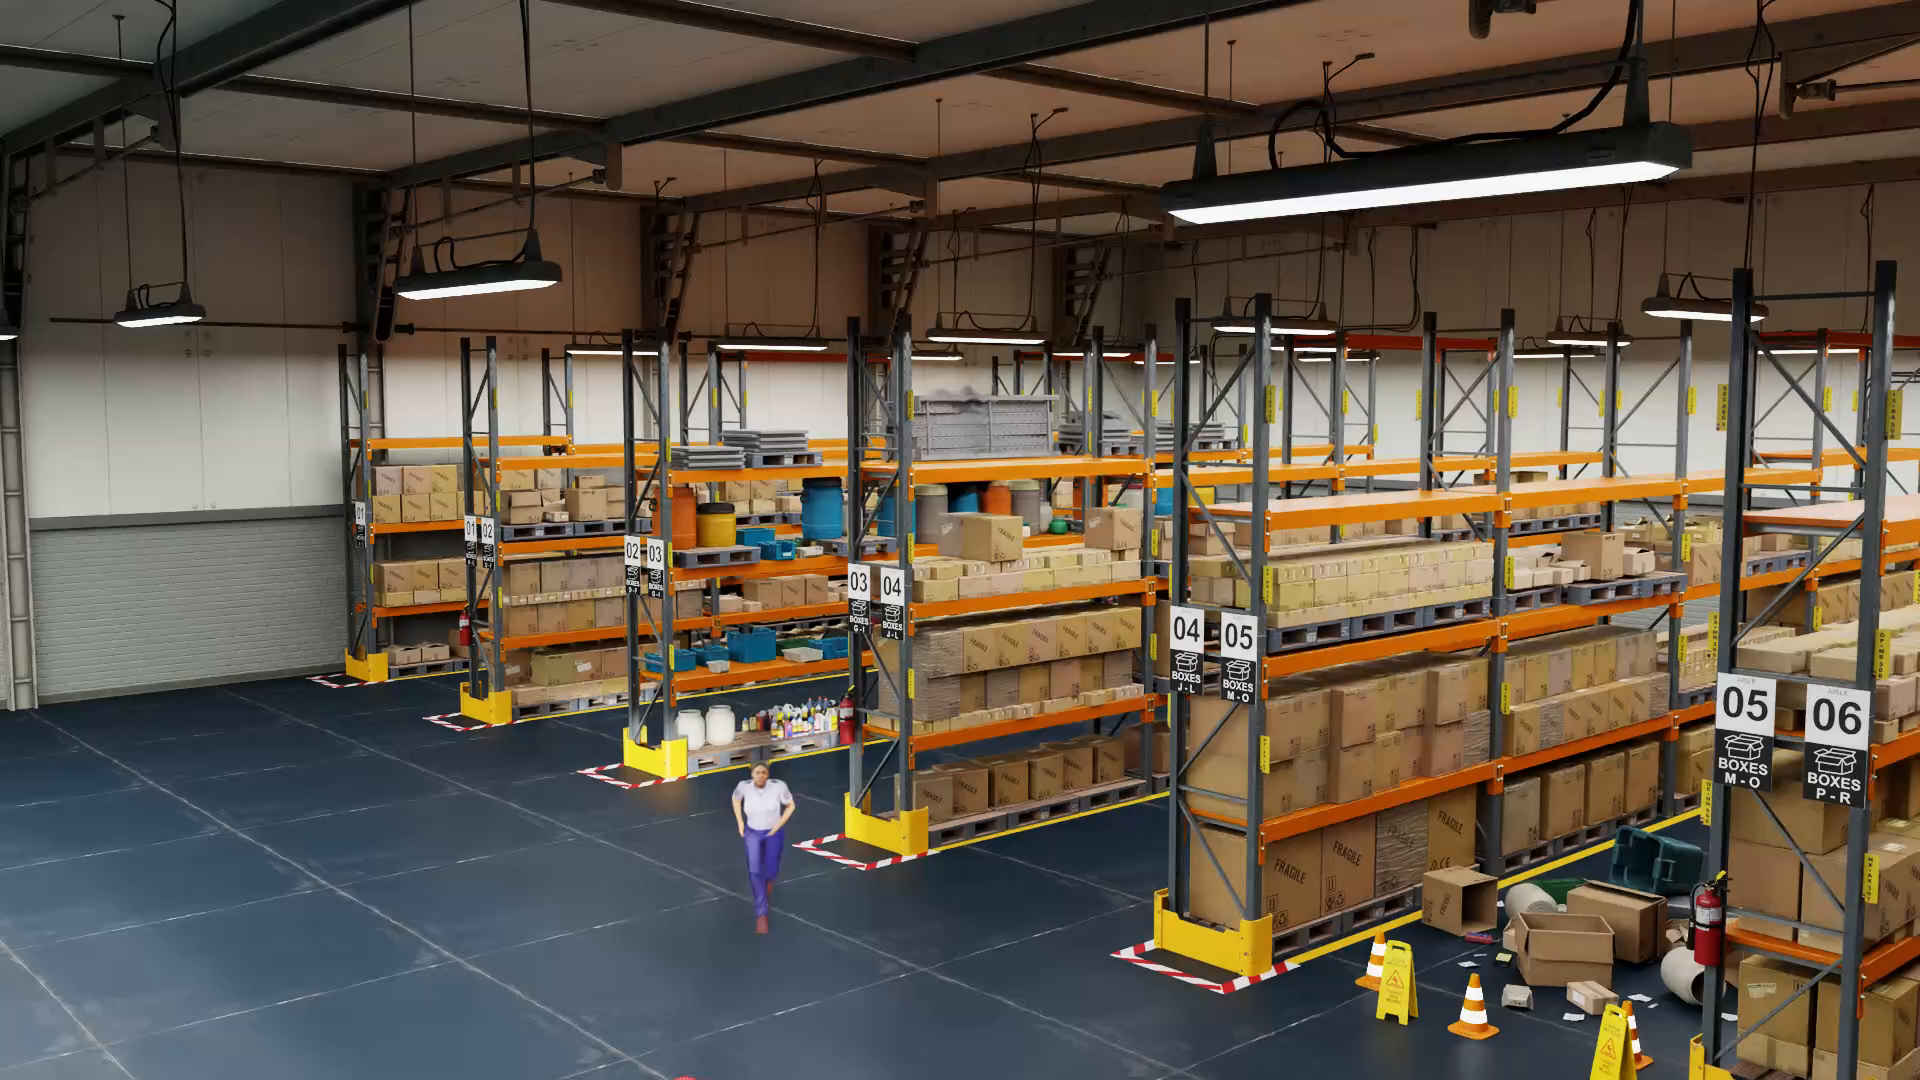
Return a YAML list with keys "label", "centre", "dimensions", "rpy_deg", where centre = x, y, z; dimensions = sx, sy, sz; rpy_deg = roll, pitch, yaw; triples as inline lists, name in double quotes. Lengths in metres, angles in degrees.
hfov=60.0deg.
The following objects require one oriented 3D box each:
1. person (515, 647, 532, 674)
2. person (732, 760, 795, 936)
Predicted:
- label: "person"
  centre: [-7.418, 1.804, 28.149]
  dimensions: [0.562, 1.682, 0.885]
  rpy_deg: [5, 7, 41]
- label: "person"
  centre: [-1.919, 2.924, 16.264]
  dimensions: [0.609, 1.636, 1.059]
  rpy_deg: [-1, 5, -8]
